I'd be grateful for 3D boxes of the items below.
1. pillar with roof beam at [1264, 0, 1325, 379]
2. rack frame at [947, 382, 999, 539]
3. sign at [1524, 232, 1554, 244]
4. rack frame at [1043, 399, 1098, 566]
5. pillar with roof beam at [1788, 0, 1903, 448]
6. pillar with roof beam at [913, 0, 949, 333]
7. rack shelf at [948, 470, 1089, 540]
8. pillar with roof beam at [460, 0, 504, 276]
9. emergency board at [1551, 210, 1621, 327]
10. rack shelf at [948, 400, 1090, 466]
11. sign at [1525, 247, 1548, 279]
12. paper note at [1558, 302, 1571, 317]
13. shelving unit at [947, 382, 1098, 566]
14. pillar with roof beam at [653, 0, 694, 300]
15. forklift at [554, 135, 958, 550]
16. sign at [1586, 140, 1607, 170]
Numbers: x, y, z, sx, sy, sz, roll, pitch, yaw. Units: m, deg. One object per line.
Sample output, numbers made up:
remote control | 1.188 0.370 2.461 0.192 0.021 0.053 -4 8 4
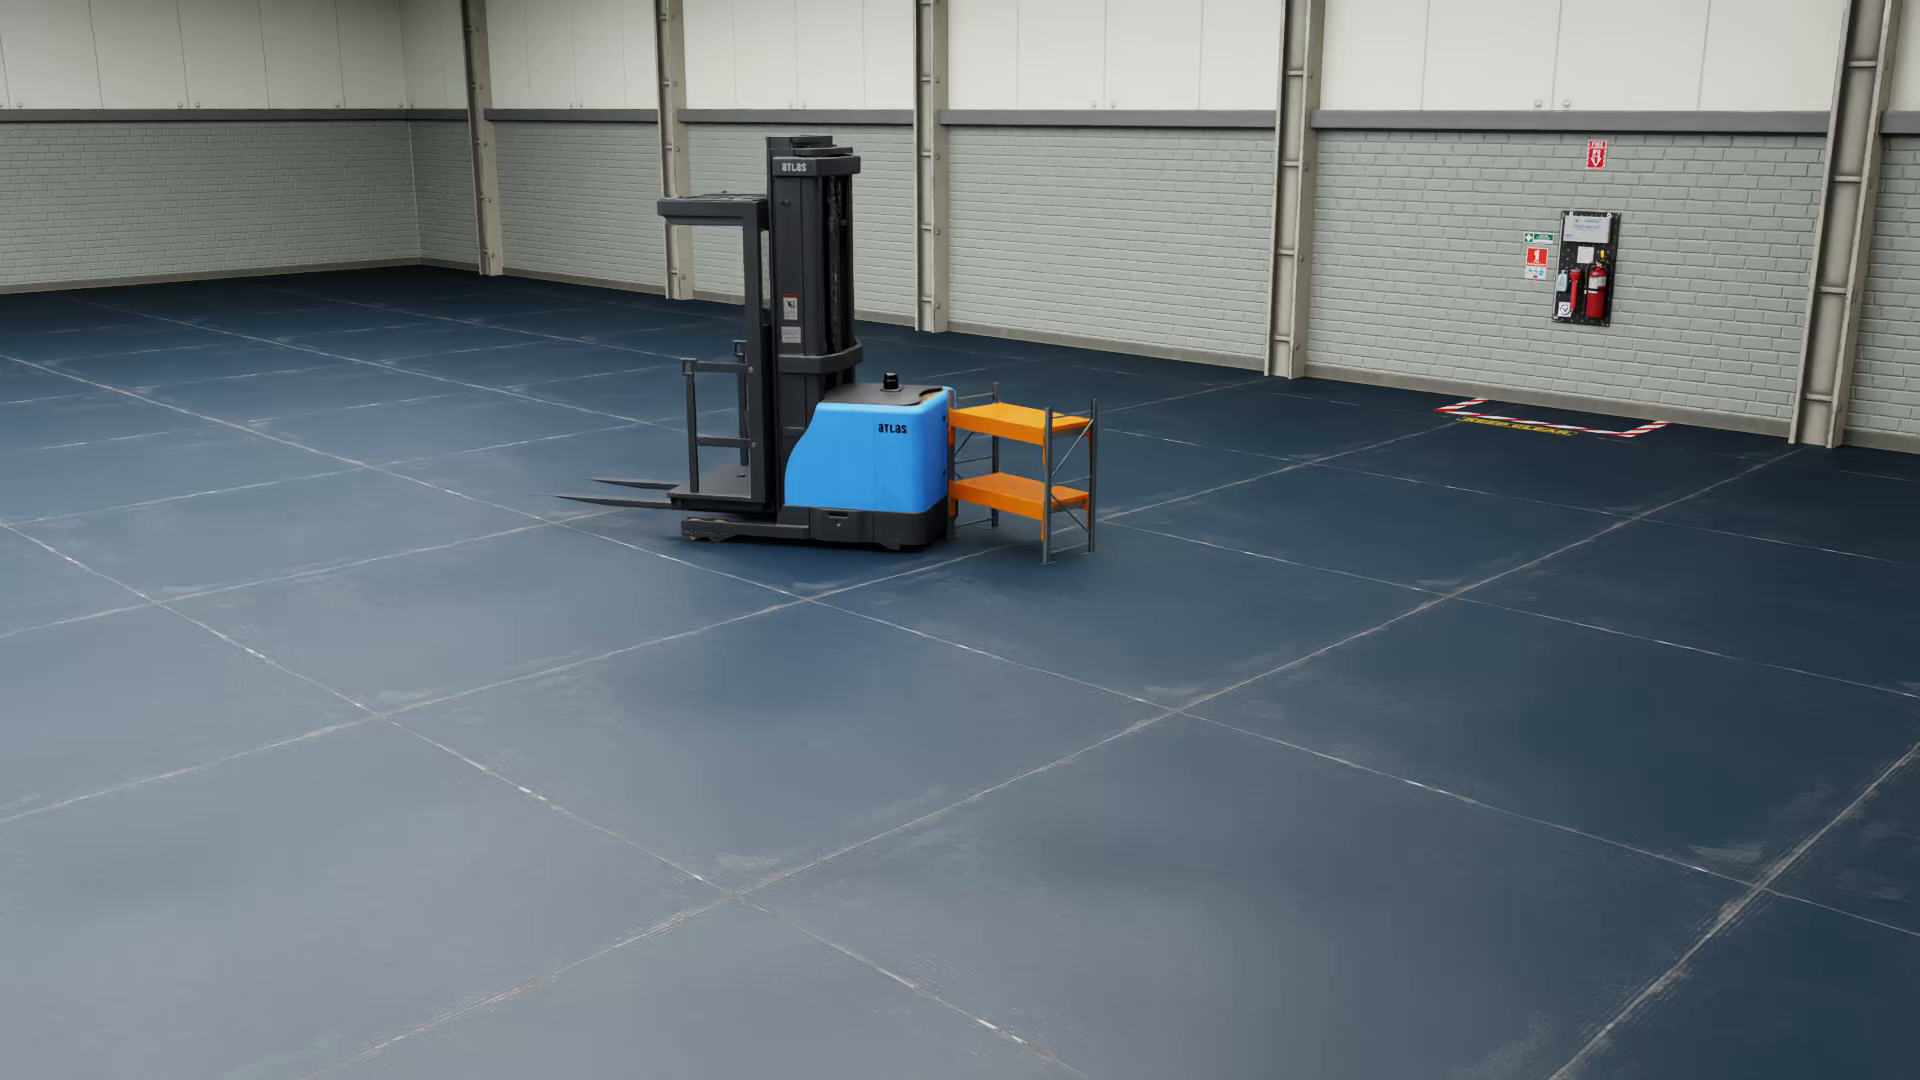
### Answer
pillar with roof beam | 0.925 -5.554 15.902 0.400 9.000 9.100 14 20 42
rack frame | 0.100 -0.599 12.500 0.500 1.125 0.032 -13 19 -41
sign | 6.151 -3.209 17.676 0.331 0.109 0.001 14 20 42
rack frame | 0.784 -0.409 11.772 0.500 1.125 0.032 -13 19 -41
pillar with roof beam | 5.245 -4.504 11.872 0.400 9.000 9.100 14 20 42
pillar with roof beam | -3.394 -6.604 19.932 0.400 9.000 9.100 14 20 42
rack shelf | 0.442 -0.268 12.198 0.538 0.278 1.000 -13 19 -41
pillar with roof beam | -12.032 -8.705 27.992 0.400 9.000 9.100 14 20 42
emergency board | 6.480 -2.822 17.314 0.643 1.169 0.194 14 20 42
rack shelf | 0.442 -0.787 12.062 0.538 0.278 1.000 -13 19 -41
sign | 6.154 -2.955 17.752 0.234 0.329 0.001 14 20 42
paper note | 6.401 -2.439 17.592 0.142 0.148 0.016 14 20 42
shelving unit | 0.442 -0.504 12.136 0.538 1.125 1.048 -13 19 -41
pillar with roof beam | -7.713 -7.654 23.962 0.400 9.000 9.100 14 20 42
forklift | -1.590 -1.527 12.481 3.031 2.935 1.130 4 15 14
sign | 6.544 -3.963 17.096 0.199 0.298 0.001 14 20 42
